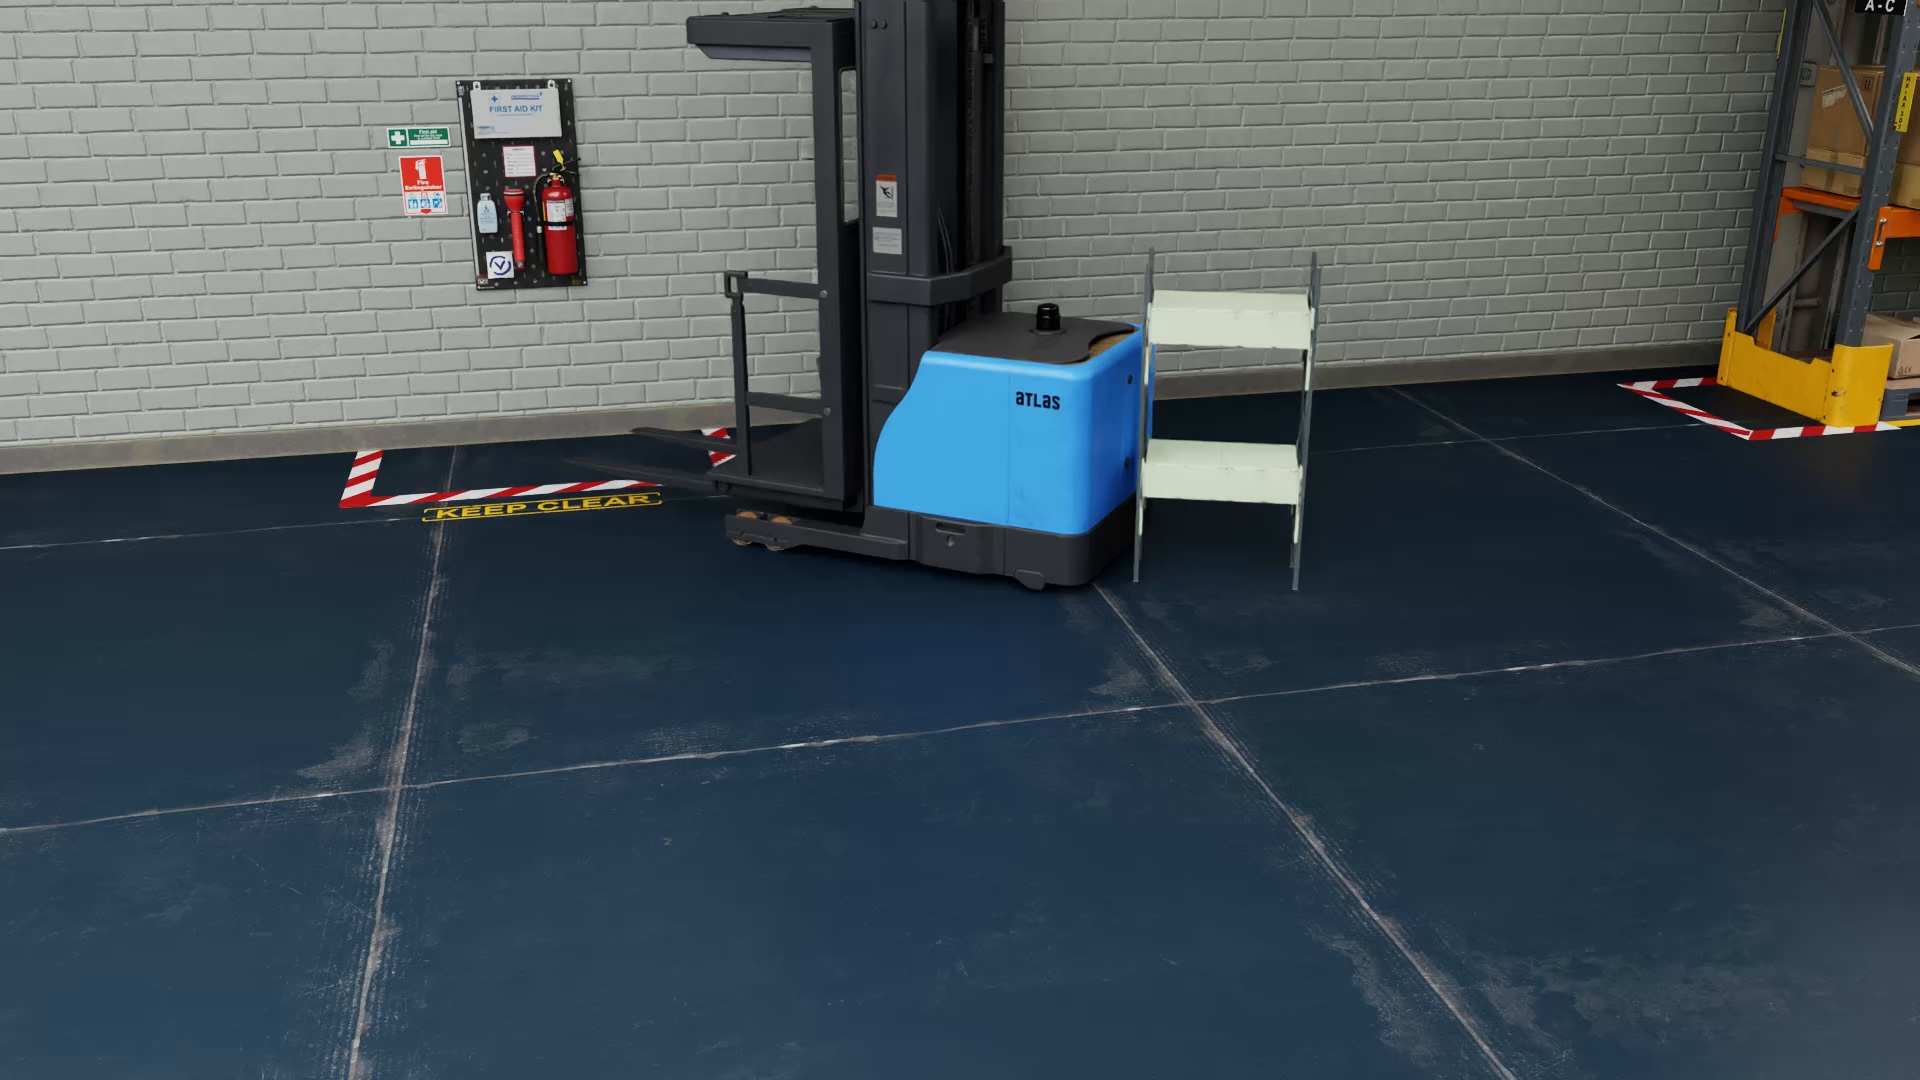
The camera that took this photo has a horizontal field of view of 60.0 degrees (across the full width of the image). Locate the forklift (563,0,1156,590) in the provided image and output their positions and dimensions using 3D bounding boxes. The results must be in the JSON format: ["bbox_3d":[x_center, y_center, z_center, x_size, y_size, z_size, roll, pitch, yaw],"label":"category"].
[{"bbox_3d":[-0.600,-1.473,8.076,3.031,2.935,1.130,9,22,24],"label":"forklift"}]

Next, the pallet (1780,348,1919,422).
[{"bbox_3d":[6.190,-1.046,10.864,1.213,0.211,1.003,-5,21,-12],"label":"pallet"}]

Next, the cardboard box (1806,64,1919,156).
[{"bbox_3d":[5.728,-2.697,10.414,0.500,0.500,0.500,-5,21,-13],"label":"cardboard box"}]

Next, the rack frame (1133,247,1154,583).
[{"bbox_3d":[0.850,-0.571,7.694,0.023,1.500,0.400,3,20,8],"label":"rack frame"}]

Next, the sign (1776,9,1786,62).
[{"bbox_3d":[5.210,-3.177,10.483,0.005,0.325,0.100,-5,21,-12],"label":"sign"}]

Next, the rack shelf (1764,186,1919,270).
[{"bbox_3d":[7.264,-2.118,10.780,4.000,0.370,1.077,-5,21,-12],"label":"rack shelf"}]

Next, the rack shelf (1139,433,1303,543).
[{"bbox_3d":[1.212,-0.246,7.755,0.720,0.370,0.431,3,20,8],"label":"rack shelf"}]

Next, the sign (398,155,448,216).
[{"bbox_3d":[-3.015,-1.992,9.339,0.234,0.329,0.001,-5,21,-12],"label":"sign"}]

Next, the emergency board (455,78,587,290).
[{"bbox_3d":[-2.453,-1.984,9.371,0.643,1.169,0.194,-5,21,-12],"label":"emergency board"}]

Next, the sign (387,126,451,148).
[{"bbox_3d":[-3.008,-2.238,9.241,0.331,0.109,0.001,-5,21,-12],"label":"sign"}]

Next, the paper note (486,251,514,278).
[{"bbox_3d":[-2.641,-1.580,9.547,0.142,0.148,0.016,-5,21,-12],"label":"paper note"}]

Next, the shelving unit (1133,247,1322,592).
[{"bbox_3d":[1.212,-0.553,7.642,0.755,1.500,0.431,3,20,8],"label":"shelving unit"}]

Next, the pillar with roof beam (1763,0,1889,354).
[{"bbox_3d":[6.791,-4.018,6.201,0.400,9.000,9.100,-5,21,-12],"label":"pillar with roof beam"}]

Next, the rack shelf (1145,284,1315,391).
[{"bbox_3d":[1.212,-0.919,7.508,0.720,0.370,0.431,3,20,8],"label":"rack shelf"}]

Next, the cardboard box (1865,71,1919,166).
[{"bbox_3d":[5.851,-2.525,9.946,0.500,0.500,0.500,-5,21,-12],"label":"cardboard box"}]

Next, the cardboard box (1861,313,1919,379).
[{"bbox_3d":[6.012,-1.266,10.679,0.500,0.311,0.500,-7,21,-19],"label":"cardboard box"}]

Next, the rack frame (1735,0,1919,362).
[{"bbox_3d":[5.318,-2.297,10.225,0.127,3.000,1.000,-5,21,-12],"label":"rack frame"}]

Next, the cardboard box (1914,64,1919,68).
[{"bbox_3d":[6.220,-2.733,10.514,0.500,0.500,0.500,-4,21,-12],"label":"cardboard box"}]

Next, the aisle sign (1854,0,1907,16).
[{"bbox_3d":[5.317,-3.412,9.488,0.004,0.787,0.394,-5,21,-12],"label":"aisle sign"}]

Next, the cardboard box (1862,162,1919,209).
[{"bbox_3d":[5.866,-2.168,10.062,0.500,0.250,0.500,-5,21,-14],"label":"cardboard box"}]

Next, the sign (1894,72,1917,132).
[{"bbox_3d":[5.443,-2.522,9.580,0.005,0.325,0.100,-5,21,-12],"label":"sign"}]

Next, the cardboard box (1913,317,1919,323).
[{"bbox_3d":[6.567,-1.311,10.802,0.500,0.311,0.500,-3,20,-8],"label":"cardboard box"}]

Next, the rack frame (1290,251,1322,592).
[{"bbox_3d":[1.574,-0.534,7.591,0.023,1.500,0.400,3,20,8],"label":"rack frame"}]

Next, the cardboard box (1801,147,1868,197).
[{"bbox_3d":[5.728,-2.338,10.525,0.500,0.250,0.500,-4,21,-12],"label":"cardboard box"}]

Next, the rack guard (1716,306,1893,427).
[{"bbox_3d":[5.392,-1.129,10.671,0.348,0.500,1.175,-5,21,-12],"label":"rack guard"}]
